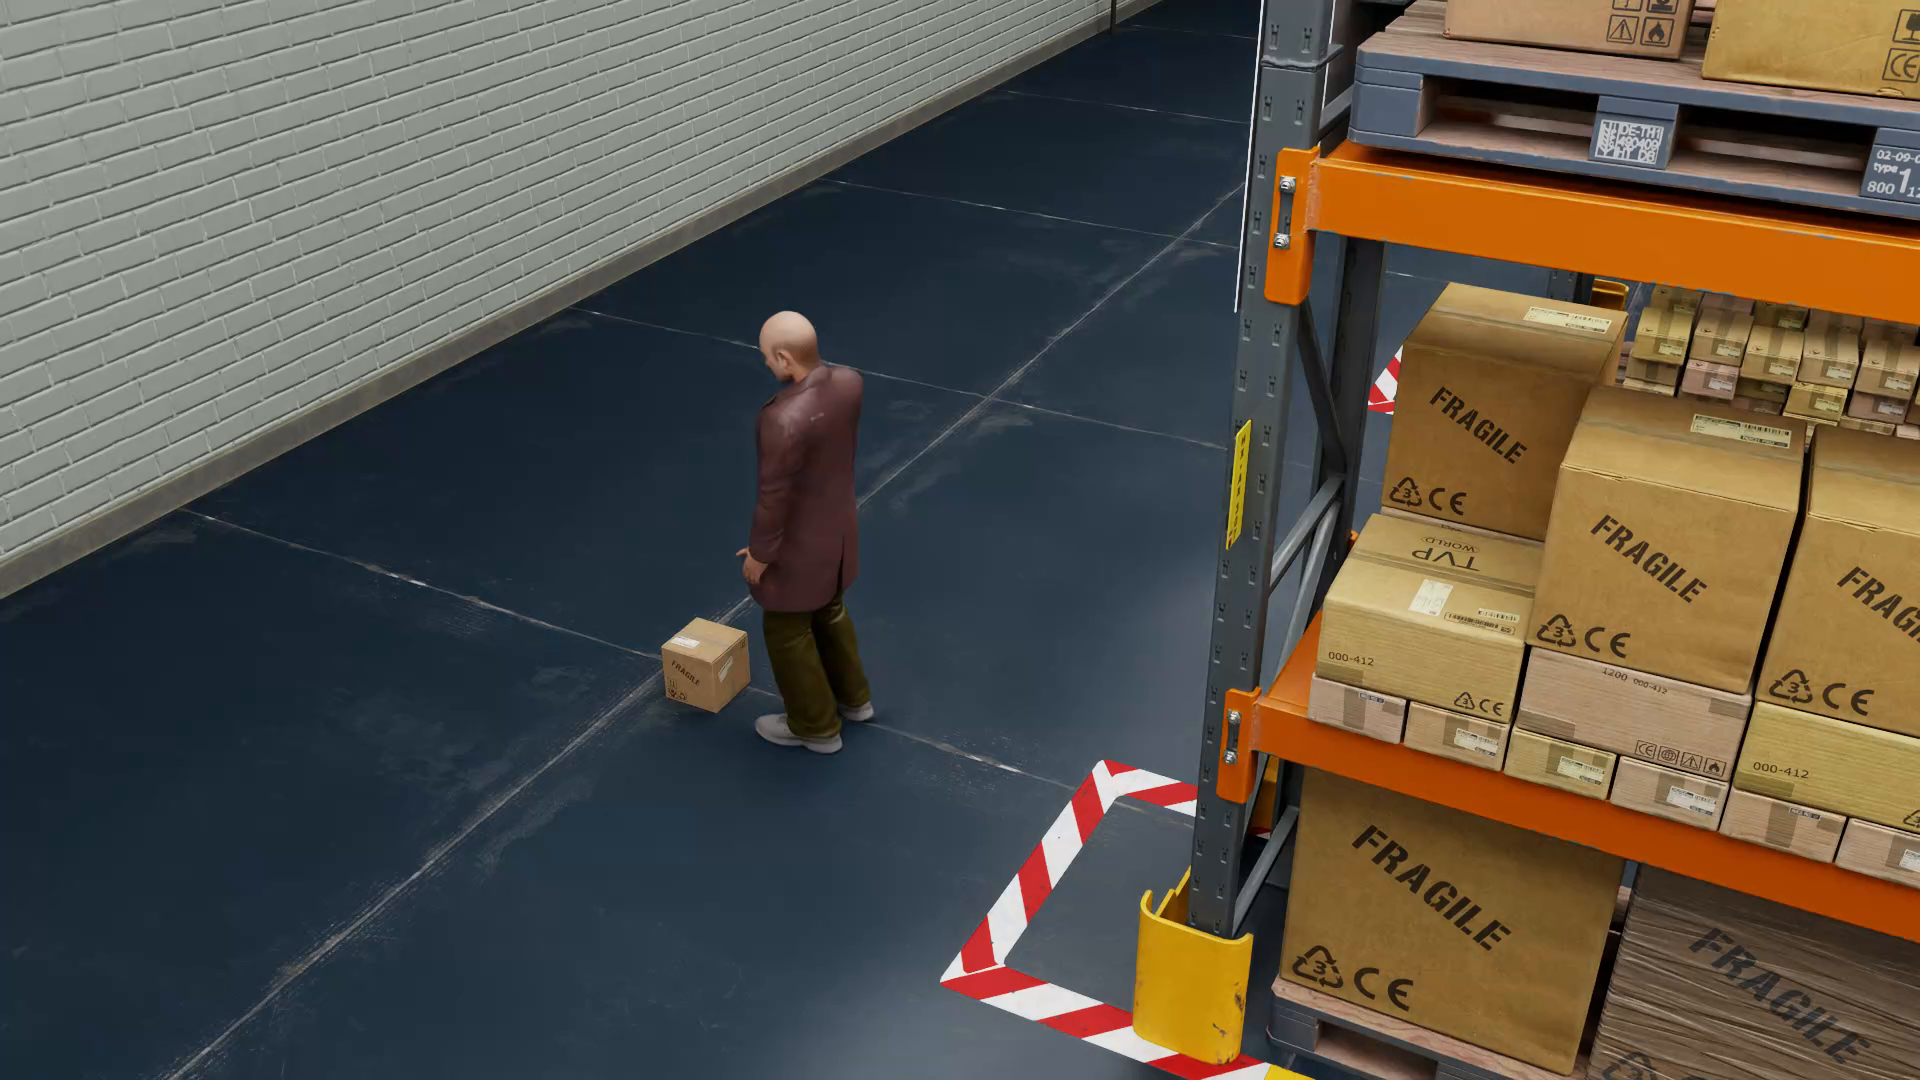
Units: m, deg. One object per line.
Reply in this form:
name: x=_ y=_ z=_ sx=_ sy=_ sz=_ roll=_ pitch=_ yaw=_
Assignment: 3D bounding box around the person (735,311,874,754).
person: x=-0.591 y=-0.015 z=6.192 sx=0.379 sy=1.774 sz=0.565 roll=15 pitch=33 yaw=24
